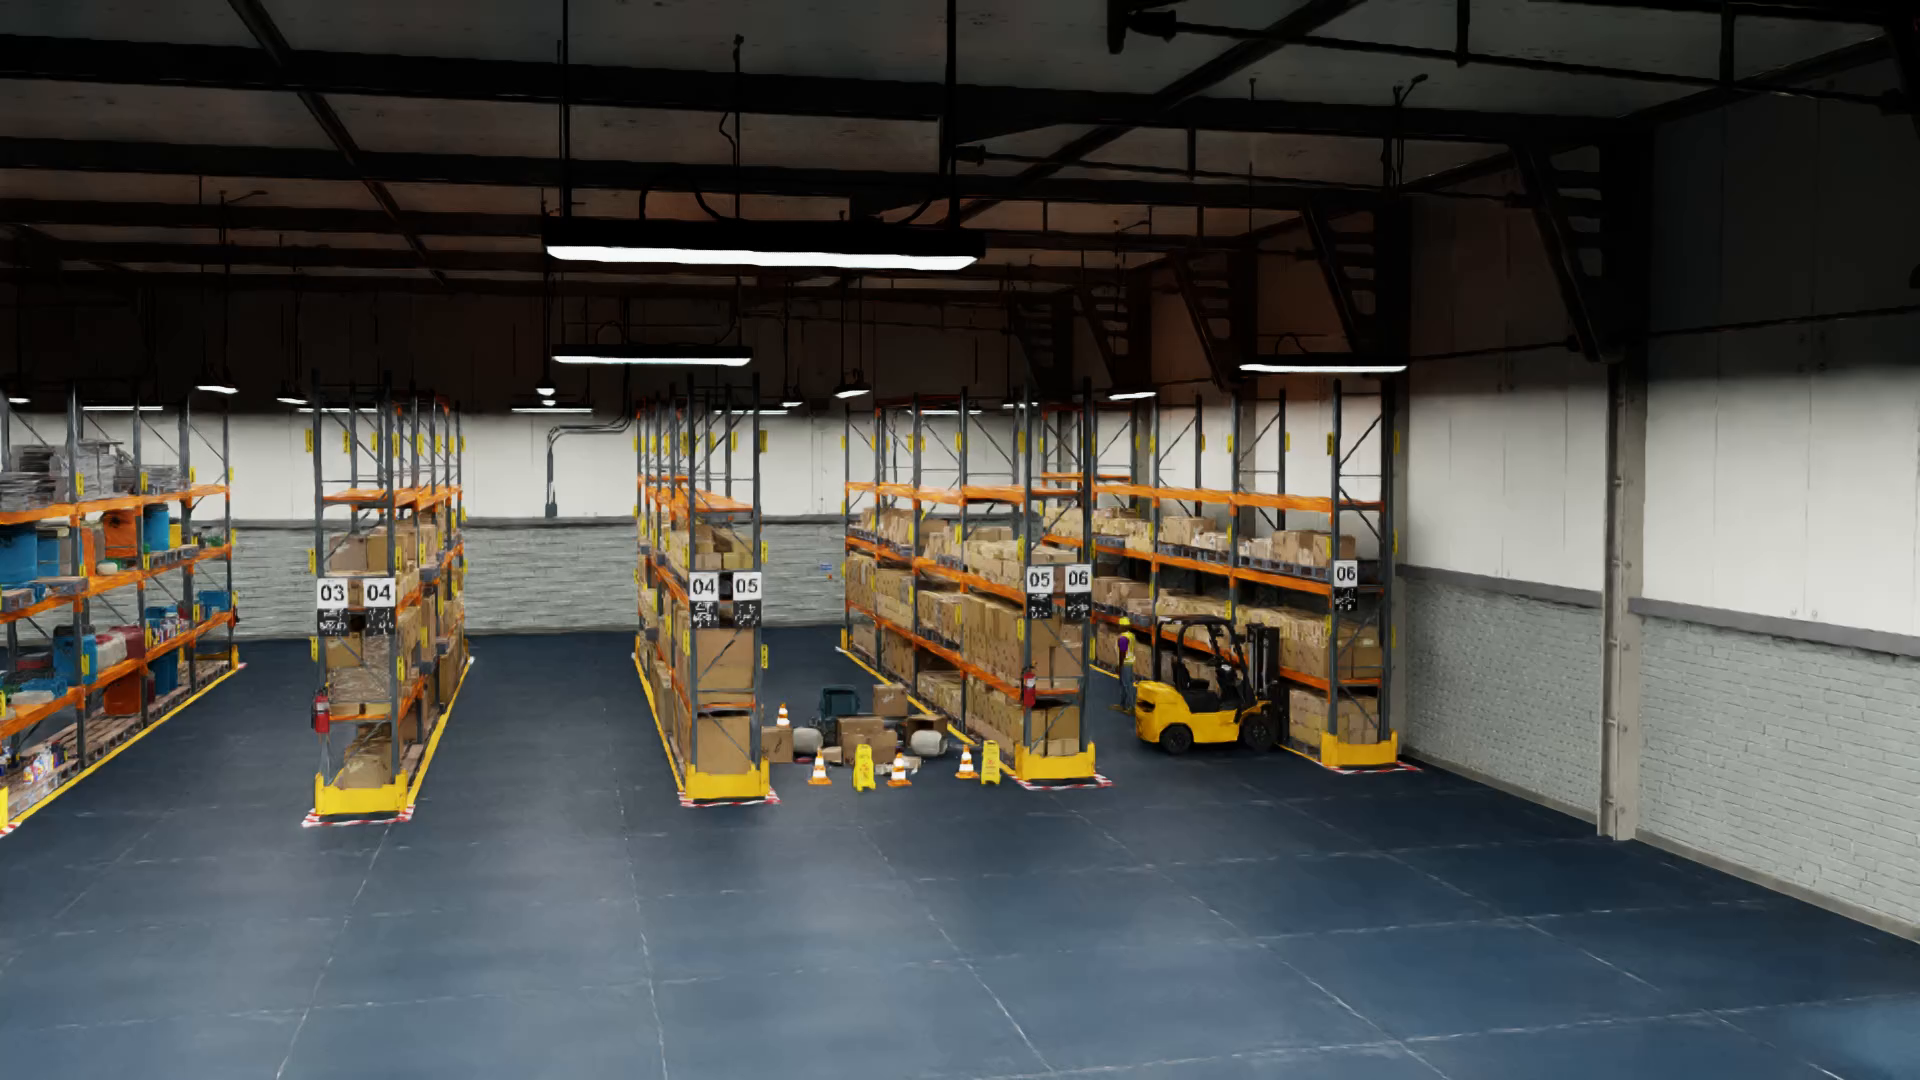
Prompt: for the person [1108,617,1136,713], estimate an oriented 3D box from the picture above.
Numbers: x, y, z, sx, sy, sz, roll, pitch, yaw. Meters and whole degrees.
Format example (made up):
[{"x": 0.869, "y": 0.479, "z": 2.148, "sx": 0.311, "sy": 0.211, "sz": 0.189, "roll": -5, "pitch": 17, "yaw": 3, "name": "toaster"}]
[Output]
[{"x": 3.035, "y": 2.316, "z": 30.988, "sx": 0.580, "sy": 1.763, "sz": 0.673, "roll": 1, "pitch": 3, "yaw": 14, "name": "person"}]
